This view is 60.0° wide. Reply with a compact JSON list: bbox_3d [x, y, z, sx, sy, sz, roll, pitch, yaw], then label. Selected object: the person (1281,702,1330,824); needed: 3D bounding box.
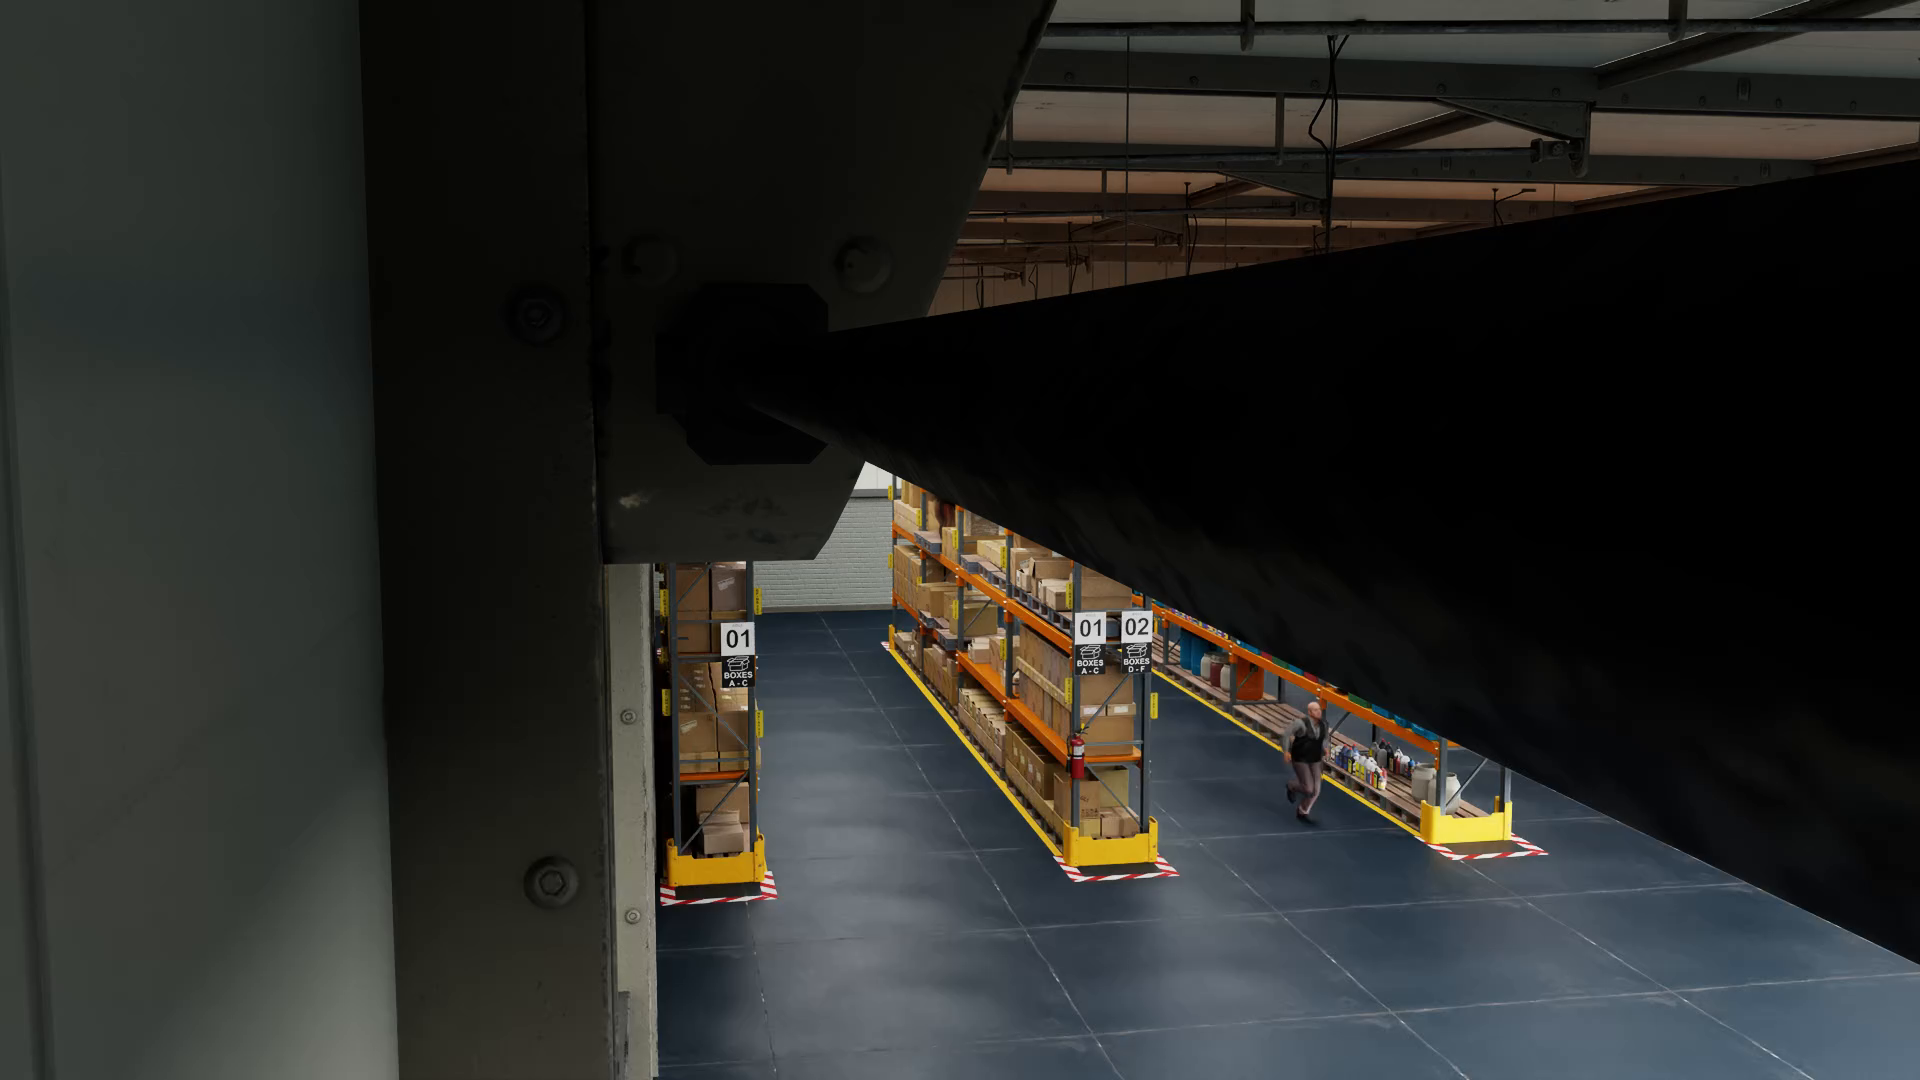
[{"bbox_3d":[4.770,3.050,22.870,0.693,1.678,0.682,-3,7,-26],"label":"person"}]
